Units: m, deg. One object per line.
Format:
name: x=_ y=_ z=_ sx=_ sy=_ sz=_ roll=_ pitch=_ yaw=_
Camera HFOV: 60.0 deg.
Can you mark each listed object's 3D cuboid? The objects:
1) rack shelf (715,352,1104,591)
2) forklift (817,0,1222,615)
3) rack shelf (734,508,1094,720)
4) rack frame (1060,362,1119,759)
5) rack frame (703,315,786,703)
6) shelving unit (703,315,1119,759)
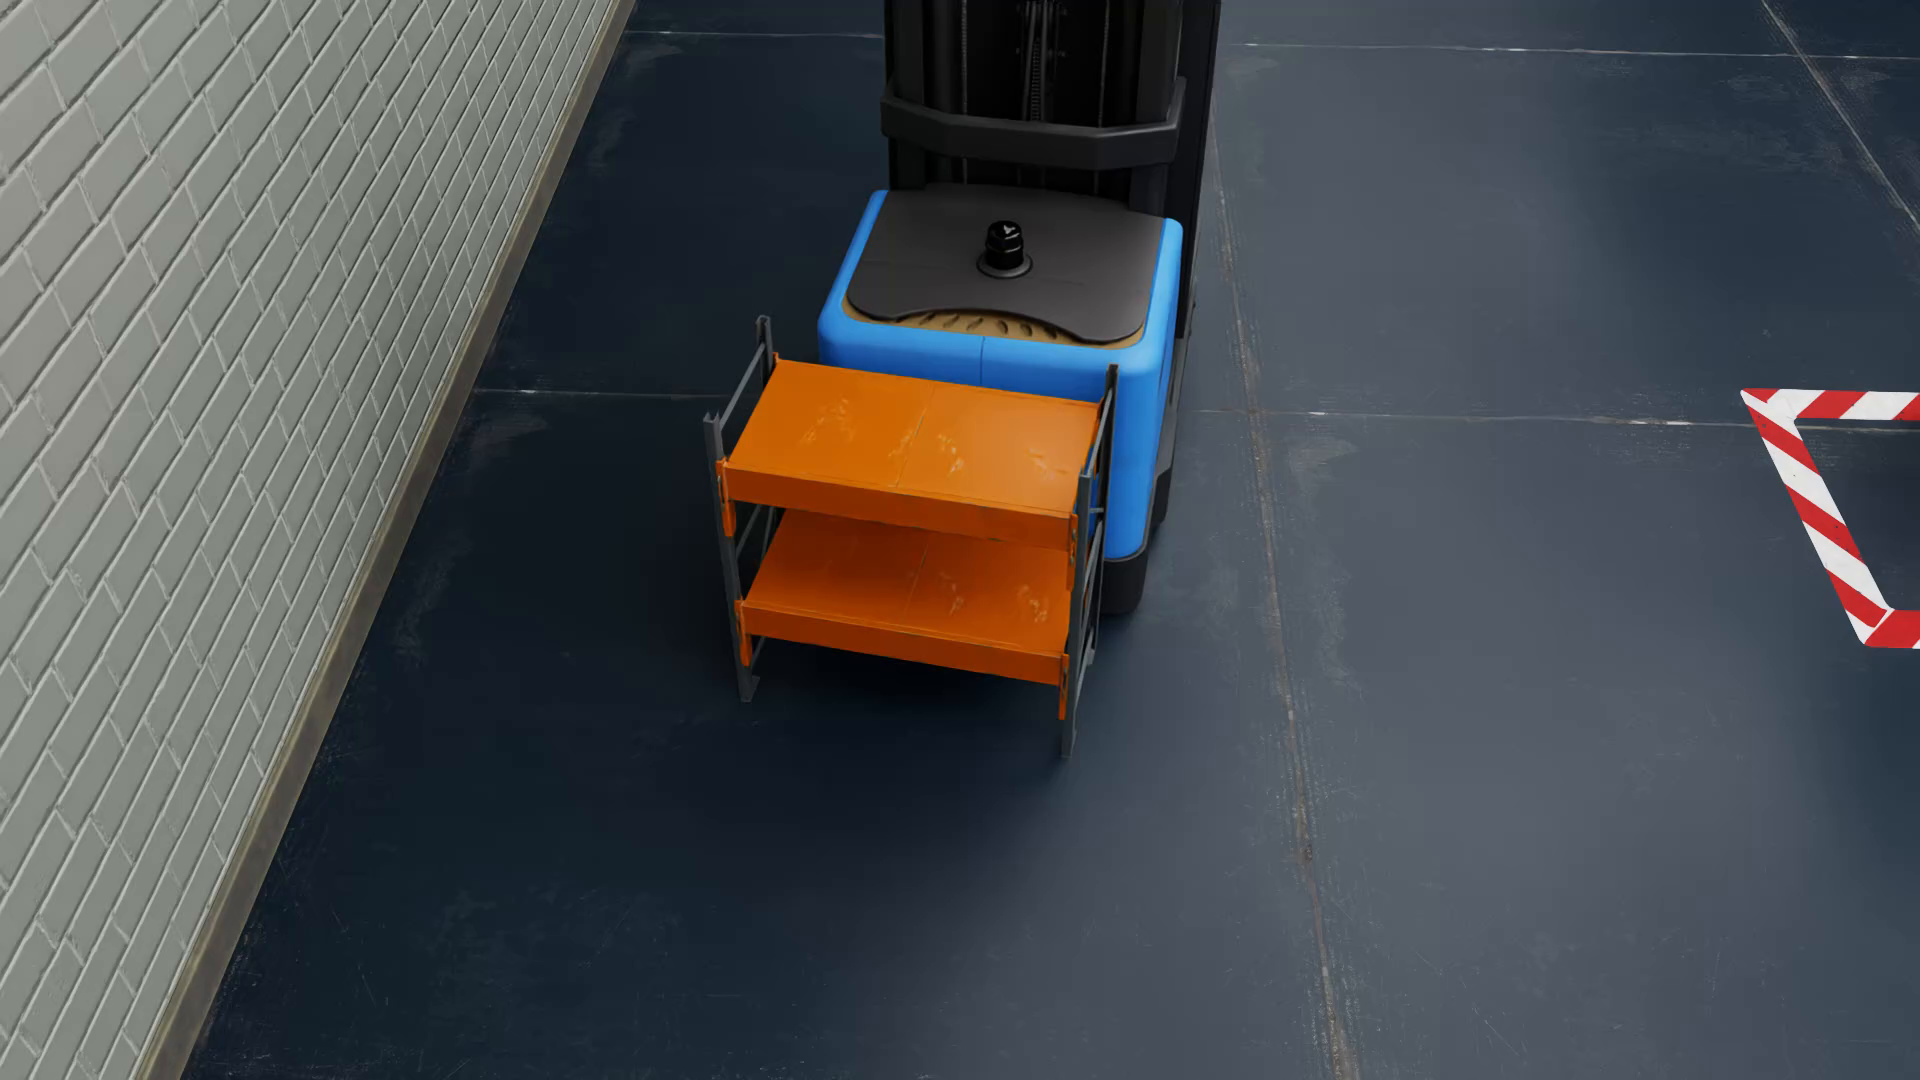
rack shelf: x=-0.122 y=-0.207 z=4.717 sx=1.000 sy=0.278 sz=0.538 roll=9 pitch=44 yaw=9
forklift: x=0.340 y=-1.846 z=5.581 sx=1.130 sy=2.935 sz=3.031 roll=7 pitch=43 yaw=8
rack shelf: x=-0.122 y=0.186 z=5.084 sx=1.000 sy=0.278 sz=0.538 roll=9 pitch=44 yaw=9
rack frame: x=0.374 y=0.084 z=4.835 sx=0.032 sy=1.125 sz=0.500 roll=9 pitch=44 yaw=9
rack frame: x=-0.617 y=-0.069 z=4.999 sx=0.032 sy=1.125 sz=0.500 roll=9 pitch=44 yaw=9
shelving unit: x=-0.122 y=0.007 z=4.917 sx=1.048 sy=1.125 sz=0.538 roll=9 pitch=44 yaw=9
